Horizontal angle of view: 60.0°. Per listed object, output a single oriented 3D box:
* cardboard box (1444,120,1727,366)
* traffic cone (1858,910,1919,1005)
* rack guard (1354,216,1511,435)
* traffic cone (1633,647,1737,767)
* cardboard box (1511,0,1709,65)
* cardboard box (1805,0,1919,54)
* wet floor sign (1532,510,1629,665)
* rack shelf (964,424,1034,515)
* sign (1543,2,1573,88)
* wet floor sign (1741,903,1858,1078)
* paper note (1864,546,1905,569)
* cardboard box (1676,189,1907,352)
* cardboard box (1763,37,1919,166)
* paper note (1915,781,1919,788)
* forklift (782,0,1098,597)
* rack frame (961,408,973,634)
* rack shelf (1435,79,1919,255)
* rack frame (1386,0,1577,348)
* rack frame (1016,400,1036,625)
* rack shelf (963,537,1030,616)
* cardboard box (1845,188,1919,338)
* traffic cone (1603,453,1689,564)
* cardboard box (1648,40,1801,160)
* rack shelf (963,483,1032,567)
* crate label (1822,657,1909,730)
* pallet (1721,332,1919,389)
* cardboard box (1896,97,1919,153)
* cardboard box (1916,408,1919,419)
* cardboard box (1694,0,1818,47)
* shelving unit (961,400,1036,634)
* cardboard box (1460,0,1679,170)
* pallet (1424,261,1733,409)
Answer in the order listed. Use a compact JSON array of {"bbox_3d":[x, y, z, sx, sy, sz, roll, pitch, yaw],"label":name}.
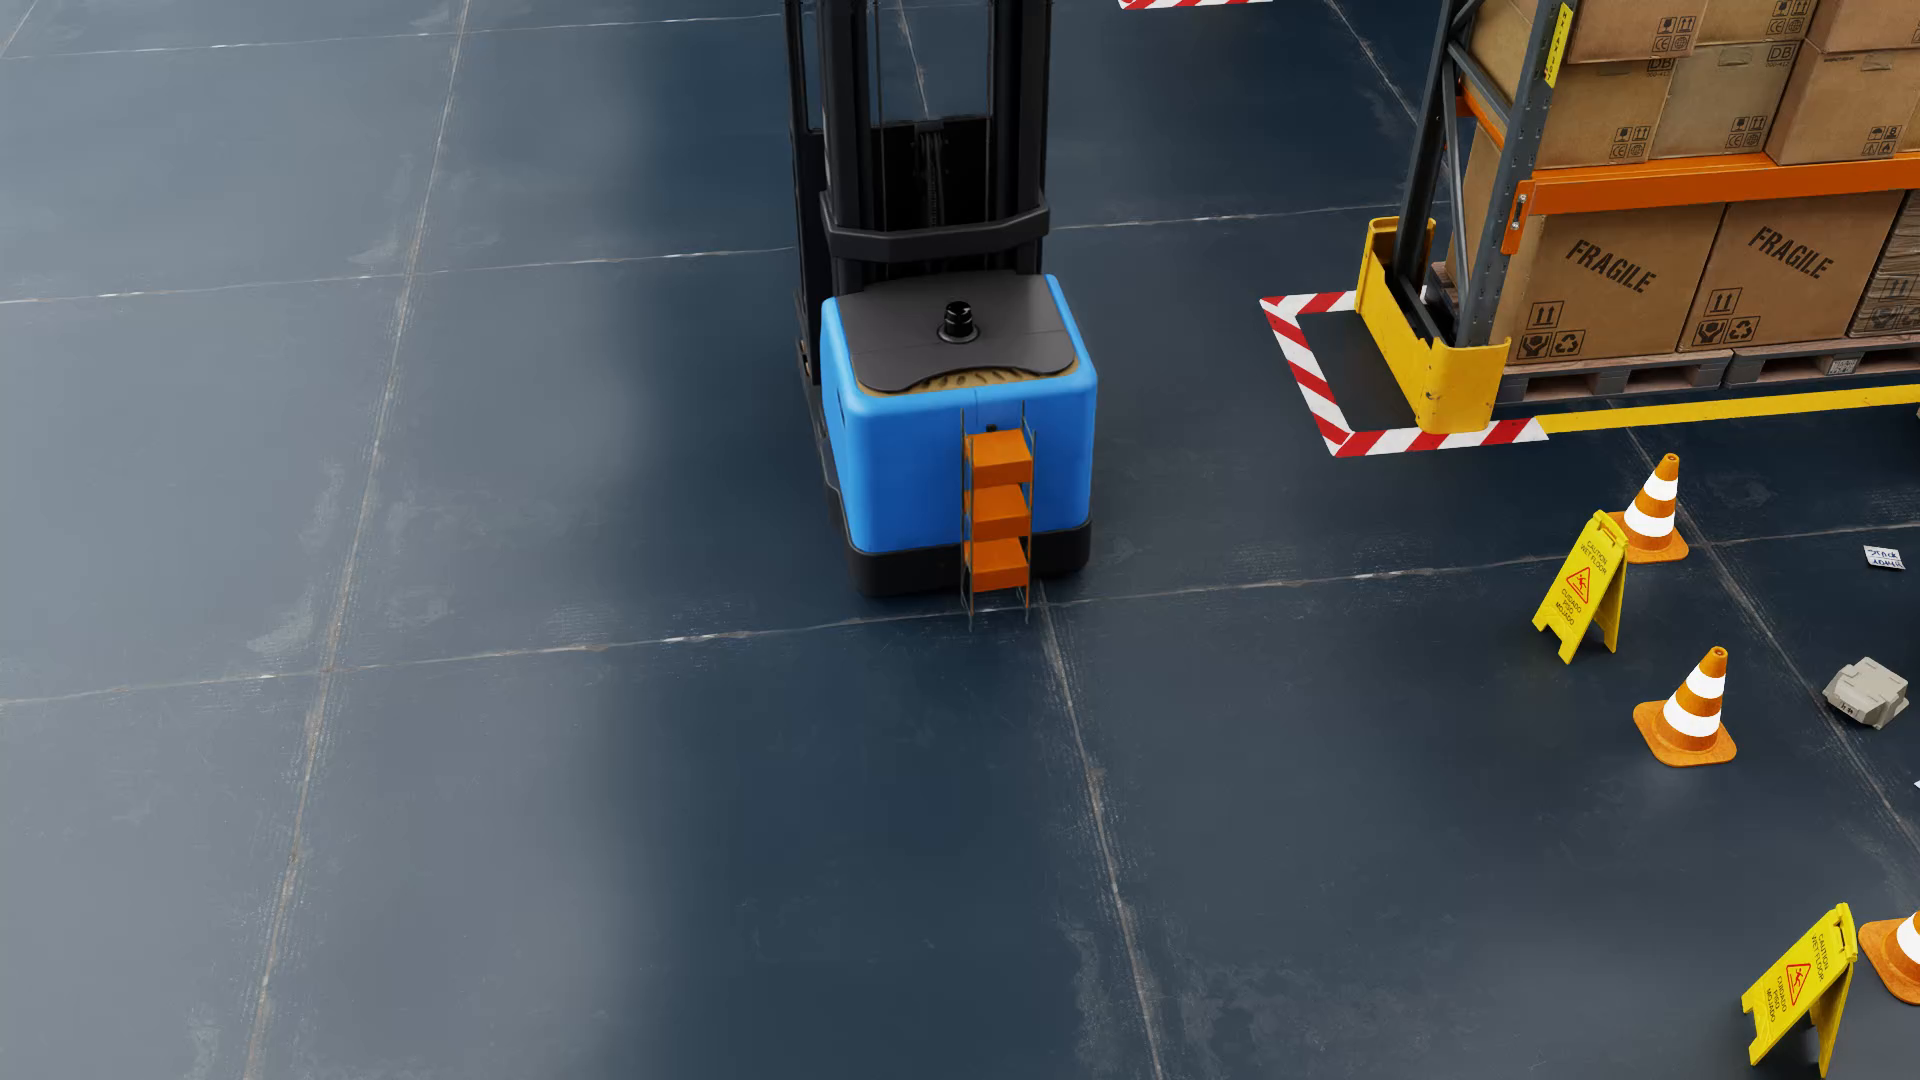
[{"bbox_3d":[3.021,-1.492,8.152,0.875,0.875,0.875,-5,42,-5],"label":"cardboard box"},{"bbox_3d":[3.359,1.305,5.673,0.334,0.463,0.336,-5,42,-6],"label":"traffic cone"},{"bbox_3d":[2.334,-1.092,8.302,0.348,0.500,1.175,-5,42,-6],"label":"rack guard"},{"bbox_3d":[2.878,0.597,6.458,0.334,0.463,0.336,-5,42,-6],"label":"traffic cone"},{"bbox_3d":[2.730,-2.485,7.063,0.550,0.550,0.875,-5,42,-6],"label":"cardboard box"},{"bbox_3d":[3.837,-2.553,7.137,0.550,0.550,0.875,-5,42,-6],"label":"cardboard box"},{"bbox_3d":[2.586,0.170,6.795,0.232,0.644,0.267,-12,43,-13],"label":"wet floor sign"},{"bbox_3d":[0.147,-0.279,6.583,0.240,0.259,0.215,-8,43,-9],"label":"rack shelf"},{"bbox_3d":[2.424,-2.004,6.742,0.005,0.325,0.100,-5,42,-6],"label":"sign"},{"bbox_3d":[2.772,1.437,5.390,0.232,0.644,0.267,8,43,9],"label":"wet floor sign"},{"bbox_3d":[4.091,0.076,7.359,0.142,0.017,0.144,8,43,9],"label":"paper note"},{"bbox_3d":[3.894,-1.570,8.238,0.875,0.875,0.875,-6,42,-6],"label":"cardboard box"},{"bbox_3d":[3.834,-2.167,7.517,0.550,0.550,0.875,-5,42,-6],"label":"cardboard box"},{"bbox_3d":[3.779,0.955,6.383,0.142,0.019,0.148,-19,45,-20],"label":"paper note"},{"bbox_3d":[-0.217,-1.843,7.320,1.130,2.935,3.031,-7,43,-8],"label":"forklift"},{"bbox_3d":[0.028,-0.059,6.747,0.008,1.050,0.200,-8,43,-9],"label":"rack frame"},{"bbox_3d":[4.341,-1.929,7.901,4.000,0.370,1.077,-5,42,-6],"label":"rack shelf"},{"bbox_3d":[2.358,-2.022,7.467,0.127,3.000,1.000,-5,42,-6],"label":"rack frame"},{"bbox_3d":[0.267,-0.093,6.784,0.008,1.050,0.200,-8,43,-9],"label":"rack frame"},{"bbox_3d":[0.147,0.138,6.959,0.240,0.259,0.215,-8,43,-9],"label":"rack shelf"},{"bbox_3d":[4.798,-1.647,8.325,0.875,0.875,0.875,-5,42,-5],"label":"cardboard box"},{"bbox_3d":[3.068,-0.183,7.323,0.334,0.463,0.336,-5,42,-6],"label":"traffic cone"},{"bbox_3d":[3.262,-2.202,7.555,0.550,0.550,0.875,-5,42,-6],"label":"cardboard box"},{"bbox_3d":[0.147,-0.068,6.773,0.240,0.259,0.215,-8,43,-9],"label":"rack shelf"},{"bbox_3d":[3.649,0.609,6.688,0.298,0.136,0.250,-27,49,-27],"label":"crate label"},{"bbox_3d":[4.347,-1.212,8.651,1.213,0.211,1.003,-5,42,-6],"label":"pallet"},{"bbox_3d":[4.354,-2.241,7.598,0.500,0.550,0.875,-5,42,-6],"label":"cardboard box"},{"bbox_3d":[4.918,-0.626,7.784,0.500,0.500,0.500,2,42,2],"label":"cardboard box"},{"bbox_3d":[3.264,-2.594,7.183,0.550,0.550,0.875,-5,42,-6],"label":"cardboard box"},{"bbox_3d":[0.147,-0.076,6.766,0.252,1.050,0.215,-8,43,-9],"label":"shelving unit"},{"bbox_3d":[2.720,-2.140,7.486,0.550,0.550,0.875,-5,42,-6],"label":"cardboard box"},{"bbox_3d":[3.140,-1.108,8.536,1.213,0.211,1.003,-5,42,-6],"label":"pallet"}]
